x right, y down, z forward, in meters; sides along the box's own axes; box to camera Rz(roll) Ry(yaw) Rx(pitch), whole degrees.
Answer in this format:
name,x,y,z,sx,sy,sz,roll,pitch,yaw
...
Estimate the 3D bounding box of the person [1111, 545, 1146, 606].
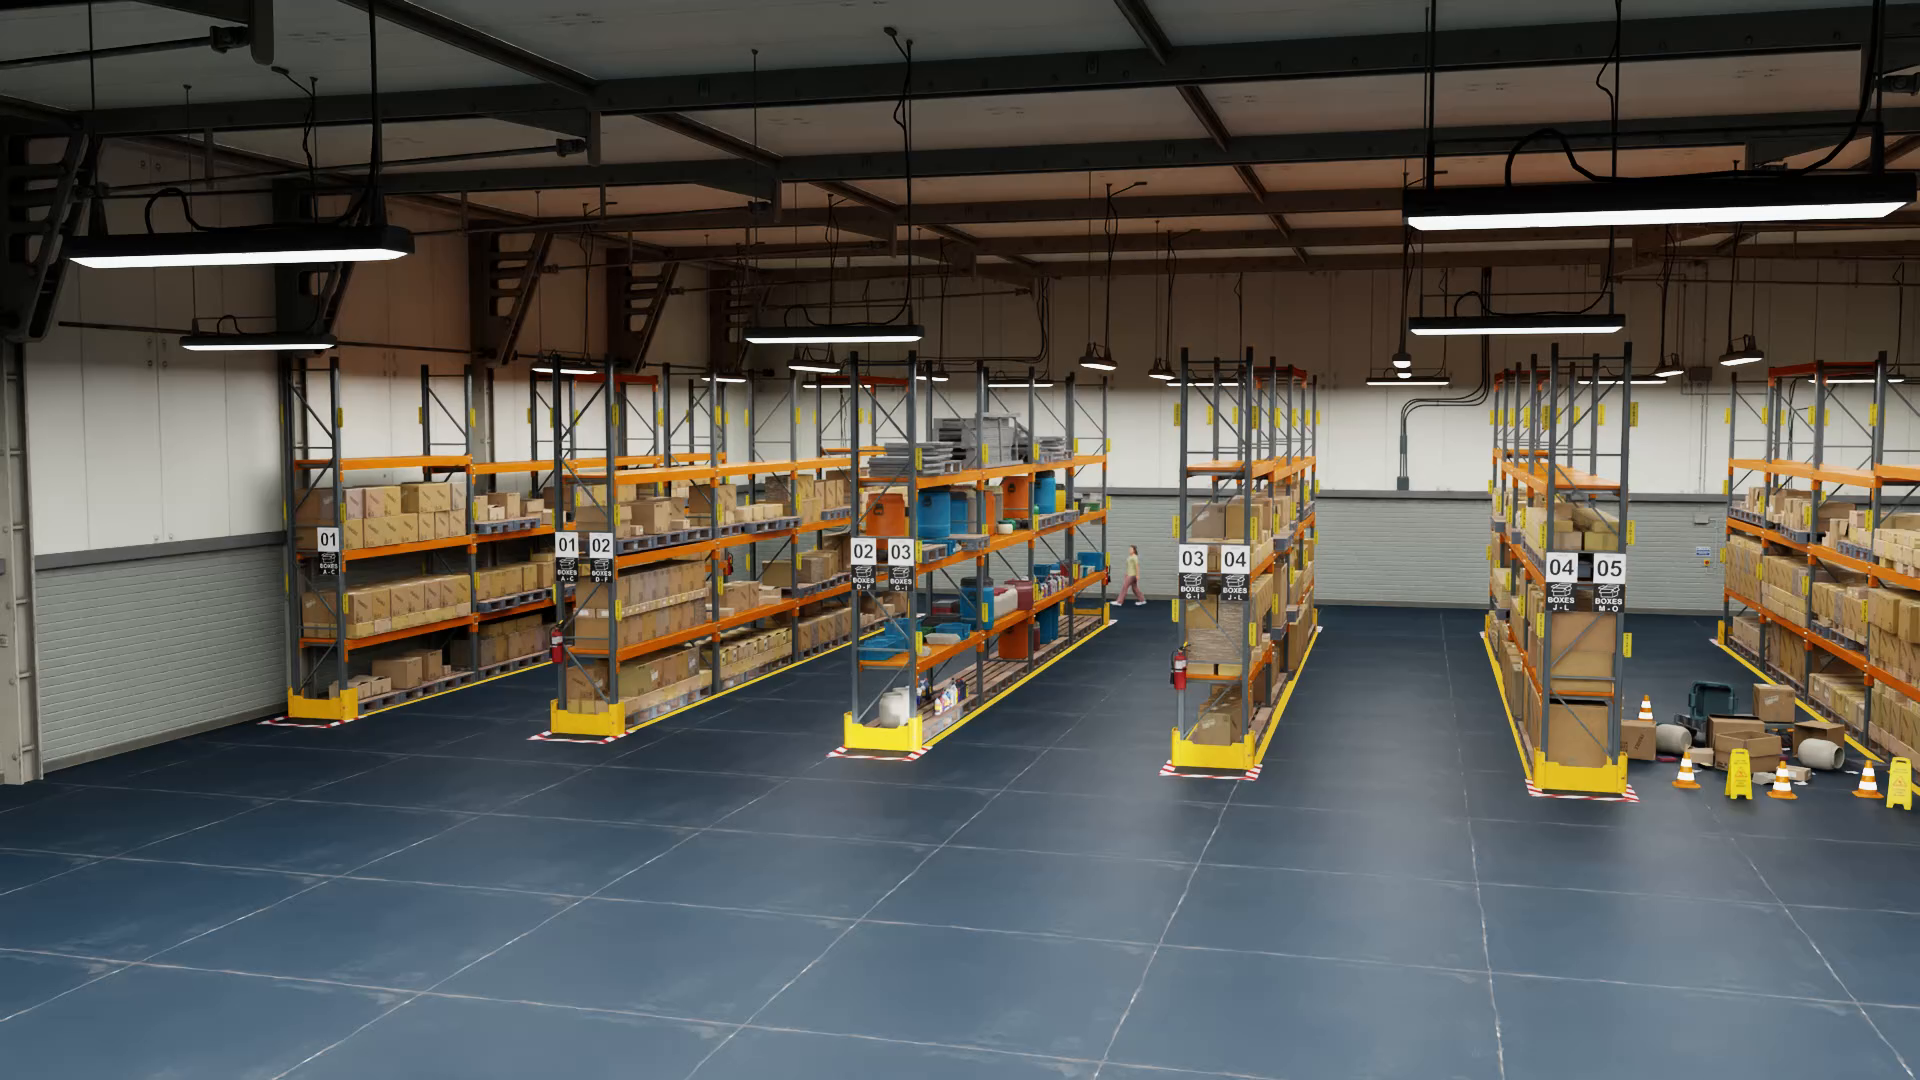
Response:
name,x,y,z,sx,sy,sz,roll,pitch,yaw
person,4.492,0.938,44.238,0.974,1.623,0.439,0,4,-2
